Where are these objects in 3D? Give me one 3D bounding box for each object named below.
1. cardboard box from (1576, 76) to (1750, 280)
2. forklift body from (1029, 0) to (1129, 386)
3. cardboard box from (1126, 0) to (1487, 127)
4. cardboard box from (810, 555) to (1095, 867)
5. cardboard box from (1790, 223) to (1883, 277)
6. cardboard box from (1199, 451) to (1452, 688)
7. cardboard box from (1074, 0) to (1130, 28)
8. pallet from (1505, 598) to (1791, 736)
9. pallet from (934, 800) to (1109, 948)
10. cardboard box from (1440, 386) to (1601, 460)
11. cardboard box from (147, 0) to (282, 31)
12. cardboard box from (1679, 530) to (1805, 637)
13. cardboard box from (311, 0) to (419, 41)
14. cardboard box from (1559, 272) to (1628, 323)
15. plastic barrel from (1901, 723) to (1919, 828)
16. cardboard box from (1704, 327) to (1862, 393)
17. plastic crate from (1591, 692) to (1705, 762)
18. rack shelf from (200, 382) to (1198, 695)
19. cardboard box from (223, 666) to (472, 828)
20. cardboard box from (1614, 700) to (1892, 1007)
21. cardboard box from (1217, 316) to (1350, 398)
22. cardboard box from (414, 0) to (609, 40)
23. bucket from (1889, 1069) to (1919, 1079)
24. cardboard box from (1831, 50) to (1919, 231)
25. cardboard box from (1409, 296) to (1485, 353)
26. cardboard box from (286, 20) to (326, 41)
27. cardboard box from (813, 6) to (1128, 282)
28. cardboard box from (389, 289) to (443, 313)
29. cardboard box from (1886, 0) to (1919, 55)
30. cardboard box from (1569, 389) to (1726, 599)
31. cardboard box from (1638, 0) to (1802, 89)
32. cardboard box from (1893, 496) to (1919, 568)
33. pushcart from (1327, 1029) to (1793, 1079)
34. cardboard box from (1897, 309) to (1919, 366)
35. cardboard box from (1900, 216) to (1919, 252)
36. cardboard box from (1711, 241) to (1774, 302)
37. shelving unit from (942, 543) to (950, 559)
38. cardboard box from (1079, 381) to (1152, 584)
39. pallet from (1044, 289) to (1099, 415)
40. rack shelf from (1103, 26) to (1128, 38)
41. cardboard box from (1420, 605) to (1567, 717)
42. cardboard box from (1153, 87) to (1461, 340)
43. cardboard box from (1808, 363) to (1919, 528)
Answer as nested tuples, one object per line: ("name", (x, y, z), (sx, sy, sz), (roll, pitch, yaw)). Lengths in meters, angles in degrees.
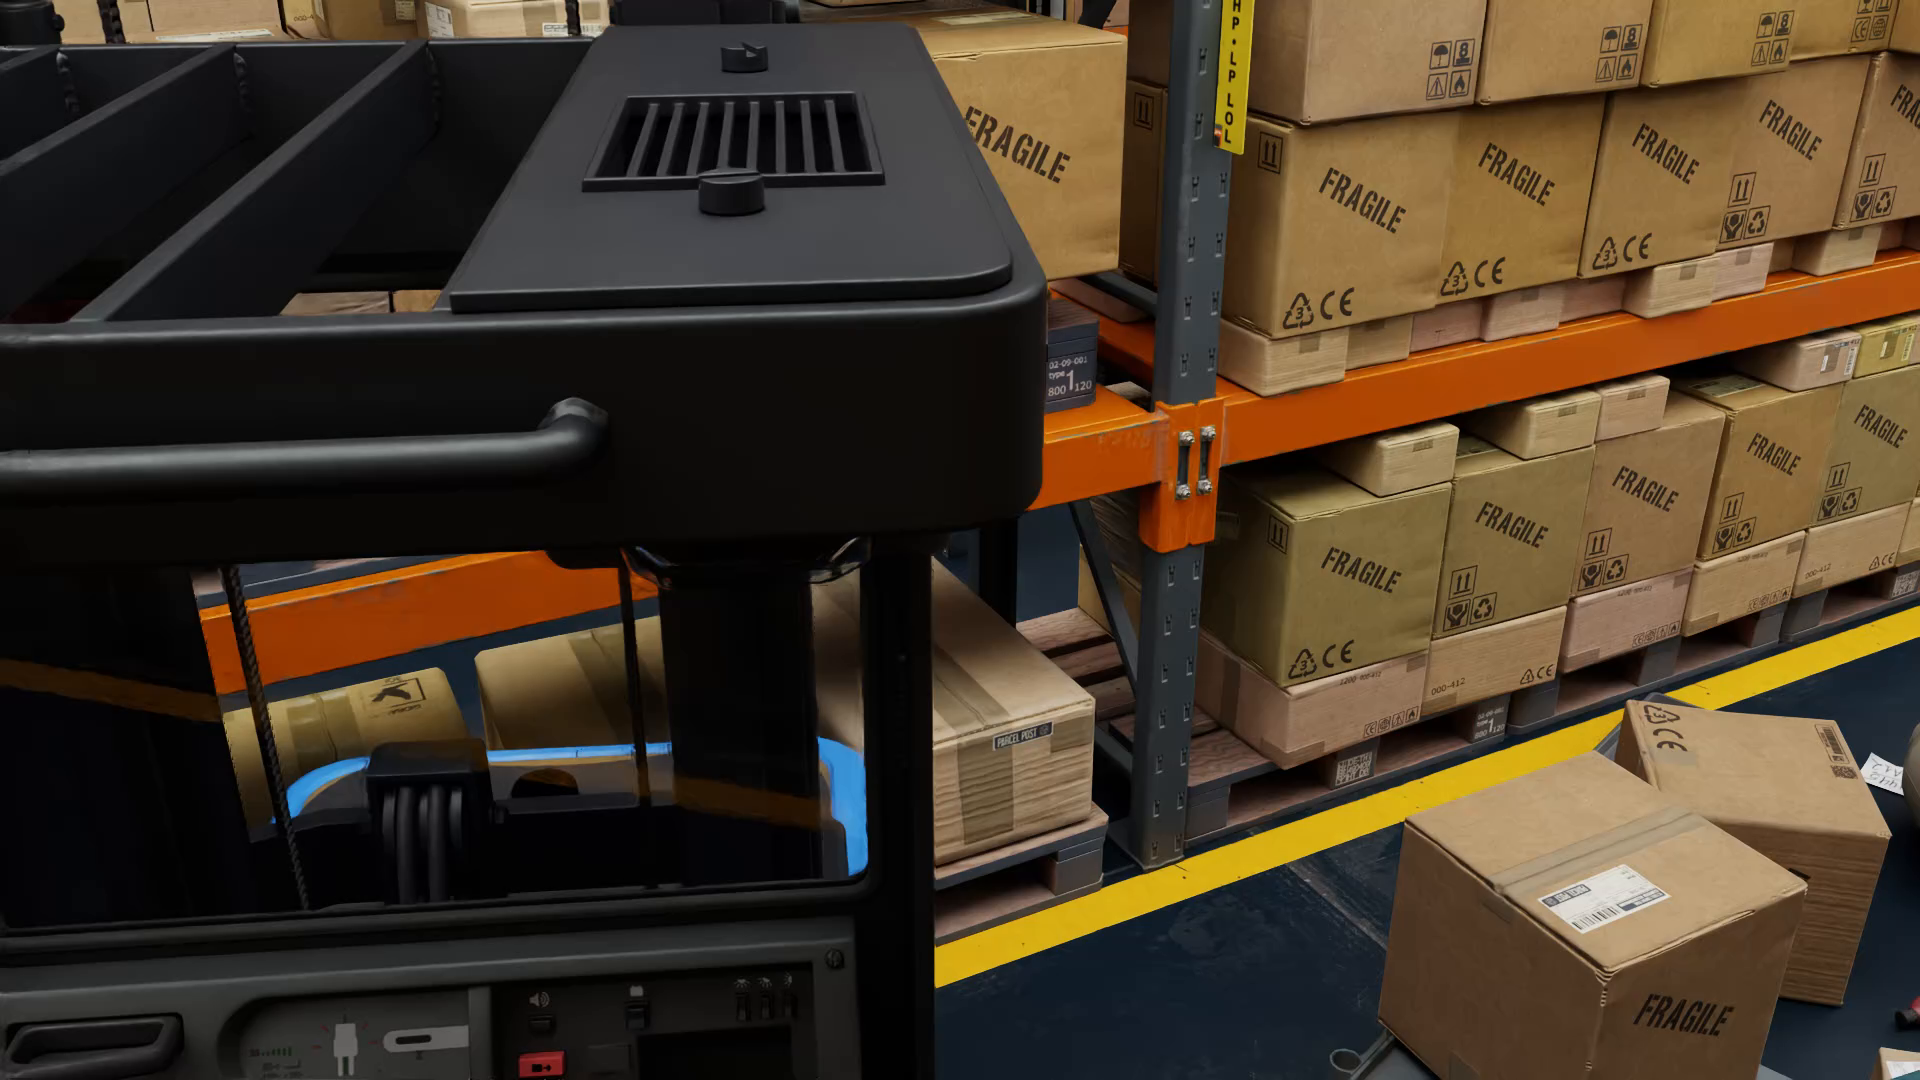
("cardboard box", (1.710, -1.041, 4.493), (0.500, 0.500, 0.500), (-13, 29, -26))
("forklift body", (0.686, -1.914, 7.751), (1.214, 2.155, 2.313), (-13, 29, -25))
("cardboard box", (0.800, -1.307, 3.891), (0.500, 0.500, 0.700), (-13, 29, -26))
("cardboard box", (-0.152, 0.433, 4.433), (0.625, 0.372, 0.950), (-13, 28, -24))
("cardboard box", (2.514, -0.926, 5.004), (0.250, 0.149, 0.380), (-13, 29, -26))
("cardboard box", (0.958, 0.025, 4.557), (0.500, 0.500, 0.500), (-12, 28, -23))
("cardboard box", (0.728, -3.122, 9.171), (0.500, 0.500, 0.500), (-12, 28, -23))
("pallet", (1.964, 0.187, 5.617), (1.213, 0.211, 1.003), (-13, 29, -25))
("pallet", (-0.376, 0.746, 4.452), (1.213, 0.211, 1.003), (-13, 29, -25))
("cardboard box", (1.549, -0.375, 4.641), (0.250, 0.149, 0.380), (-12, 28, -23))
("cardboard box", (-3.246, -2.316, 7.203), (0.500, 0.250, 0.500), (-12, 28, -24))
("cardboard box", (2.333, 0.044, 5.384), (0.500, 0.250, 0.500), (-14, 29, -27))
("cardboard box", (-1.182, -1.110, 3.401), (0.250, 0.149, 0.380), (-11, 28, -22))
("cardboard box", (1.612, -0.739, 4.613), (0.250, 0.149, 0.380), (-13, 29, -25))
("plastic barrel", (2.729, 0.676, 4.354), (0.421, 0.421, 0.512), (5, 26, 11))
("cardboard box", (2.506, -0.599, 5.107), (0.250, 0.149, 0.380), (-12, 28, -23))
("plastic crate", (2.081, 0.640, 4.825), (0.402, 0.080, 0.583), (21, 33, 37))
("rack shelf", (-1.455, 0.062, 3.487), (4.000, 0.370, 1.077), (-13, 29, -25))
("cardboard box", (-1.397, 0.723, 3.829), (0.625, 0.372, 0.950), (-12, 28, -23))
("cardboard box", (1.896, 0.757, 4.092), (0.500, 0.500, 0.500), (5, 26, 11))
("cardboard box", (0.739, -0.498, 4.113), (0.250, 0.149, 0.380), (-13, 29, -25))
("cardboard box", (-0.824, -0.940, 3.049), (0.250, 0.149, 0.380), (-14, 29, -27))
("bucket", (1.764, 1.082, 2.556), (0.620, 0.611, 0.726), (-13, 27, -3))
("cardboard box", (2.603, -1.247, 4.923), (0.500, 0.500, 0.500), (-13, 29, -25))
("cardboard box", (1.157, -0.635, 4.398), (0.250, 0.149, 0.380), (-13, 29, -25))
("cardboard box", (-1.123, -0.855, 3.620), (0.500, 0.500, 0.500), (-13, 29, -25))
("cardboard box", (0.010, -0.857, 3.624), (0.500, 0.500, 0.500), (-14, 29, -26))
("cardboard box", (-0.885, -0.652, 3.199), (0.500, 0.500, 0.500), (-12, 28, -23))
("cardboard box", (2.640, -1.684, 4.677), (0.500, 0.500, 0.700), (-13, 29, -26))
("cardboard box", (1.883, -0.193, 5.012), (0.500, 0.500, 0.500), (-11, 28, -22))
("cardboard box", (1.717, -1.494, 4.282), (0.500, 0.500, 0.700), (-14, 29, -26))
("cardboard box", (3.232, -0.162, 5.814), (0.500, 0.250, 0.500), (-13, 29, -25))
("pushcart", (1.427, 1.373, 2.955), (1.648, 0.377, 0.936), (21, 33, 37))
("cardboard box", (2.963, -0.702, 5.322), (0.250, 0.149, 0.380), (-12, 28, -24))
("cardboard box", (2.990, -1.012, 5.181), (0.250, 0.149, 0.380), (-12, 28, -24))
("cardboard box", (2.081, -0.817, 4.777), (0.250, 0.149, 0.380), (-13, 29, -25))
("shelving unit", (-0.007, -0.404, 6.052), (0.210, 0.900, 0.258), (-13, 29, -25))
("cardboard box", (0.706, -0.181, 4.986), (0.500, 0.500, 0.500), (-13, 29, -26))
("pallet", (-0.433, -0.483, 4.013), (1.213, 0.211, 1.003), (-13, 29, -25))
("rack shelf", (-0.264, -2.648, 9.131), (4.000, 0.370, 1.077), (-13, 29, -25))
("cardboard box", (1.423, 0.250, 4.955), (0.500, 0.250, 0.500), (-11, 28, -22))
("cardboard box", (0.829, -0.832, 4.059), (0.500, 0.500, 0.500), (-13, 29, -25))
("cardboard box", (2.796, -0.402, 5.447), (0.500, 0.500, 0.500), (-12, 28, -23))
